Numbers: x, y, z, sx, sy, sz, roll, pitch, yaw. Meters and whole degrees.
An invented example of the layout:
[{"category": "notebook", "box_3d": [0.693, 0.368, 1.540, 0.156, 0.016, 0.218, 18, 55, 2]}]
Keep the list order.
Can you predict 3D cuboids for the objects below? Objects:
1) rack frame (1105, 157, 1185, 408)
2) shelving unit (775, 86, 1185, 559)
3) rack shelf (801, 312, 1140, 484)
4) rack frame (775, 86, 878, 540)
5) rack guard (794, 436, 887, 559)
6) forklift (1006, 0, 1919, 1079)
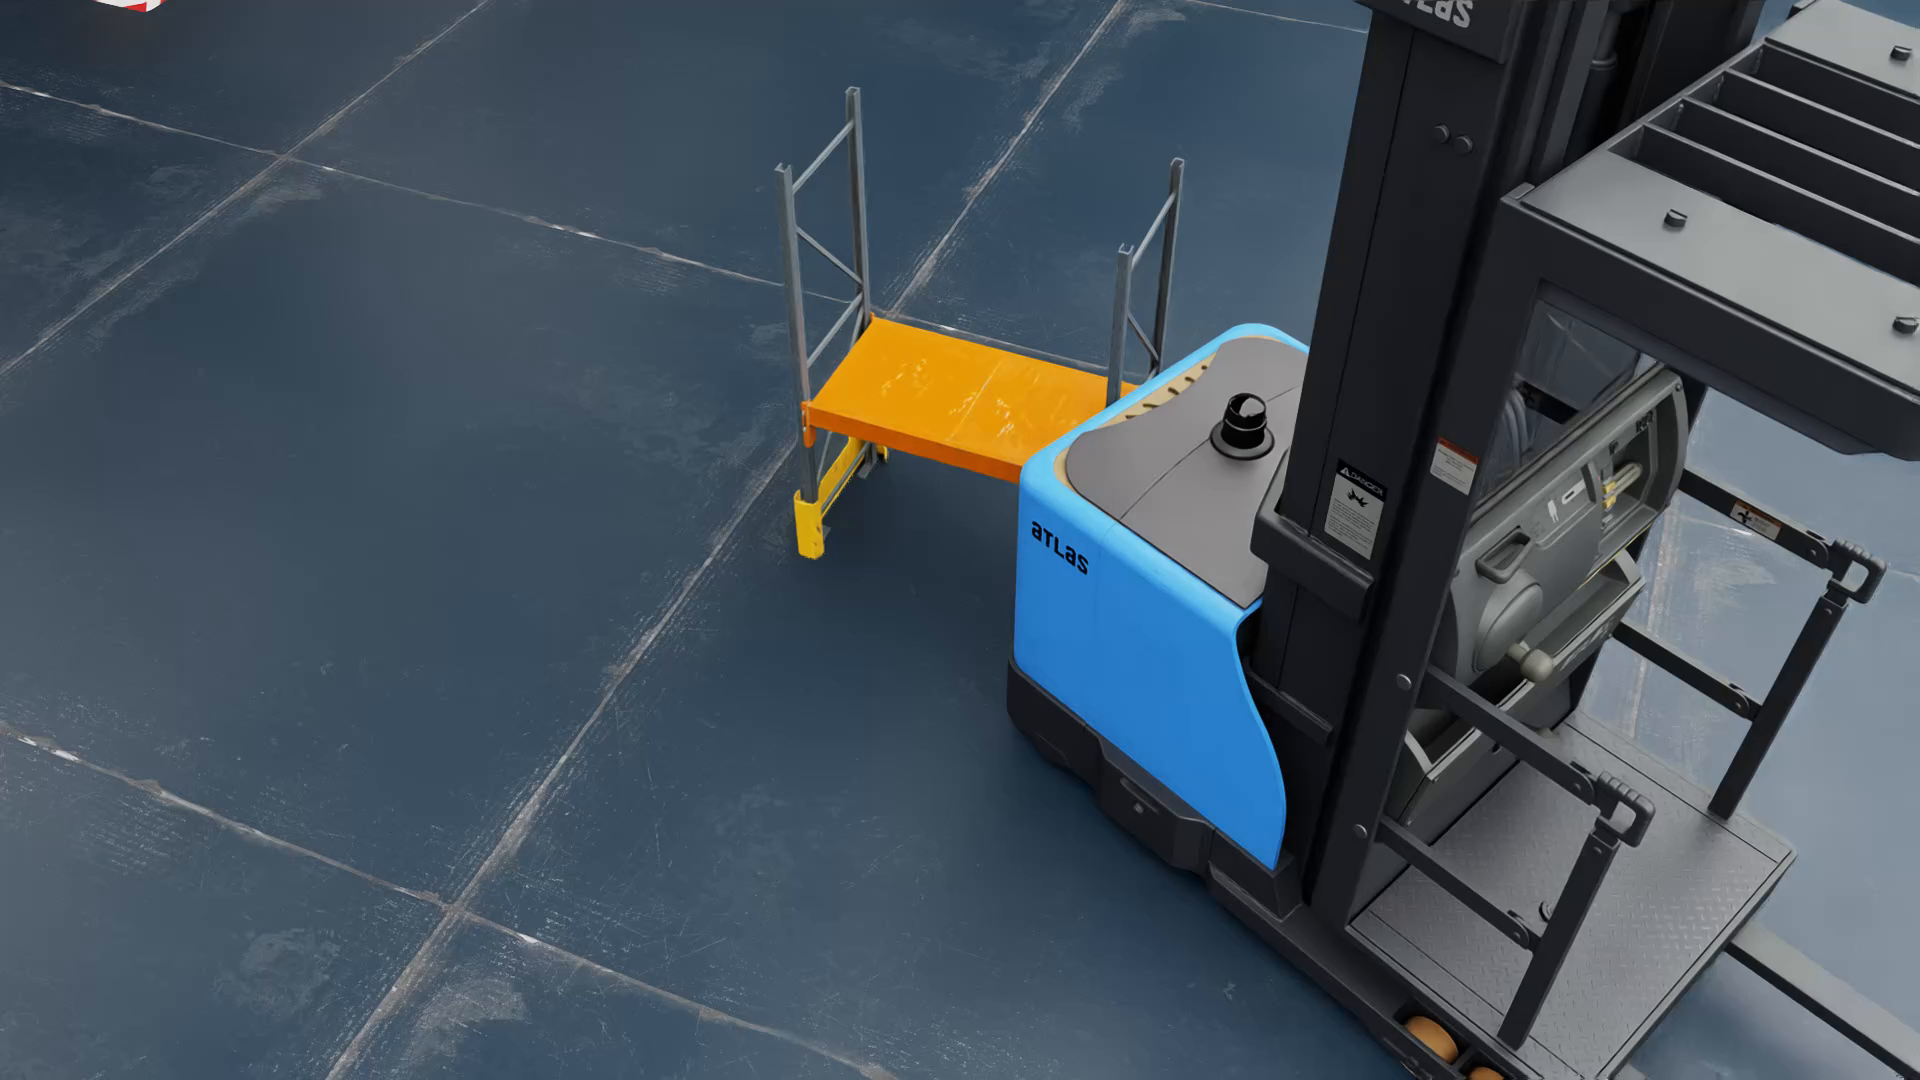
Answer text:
[{"category": "rack frame", "box_3d": [0.527, -0.387, 5.076, 0.032, 1.500, 0.500, 17, 47, 16]}, {"category": "shelving unit", "box_3d": [0.050, -0.529, 5.218, 1.083, 1.500, 0.587, 17, 47, 16]}, {"category": "rack shelf", "box_3d": [0.058, -0.399, 5.342, 1.000, 0.185, 0.538, 17, 47, 16]}, {"category": "rack frame", "box_3d": [-0.410, -0.665, 5.355, 0.032, 1.500, 0.500, 17, 47, 16]}, {"category": "rack guard", "box_3d": [-0.409, -0.222, 5.796, 0.087, 0.250, 0.587, 17, 47, 16]}, {"category": "forklift", "box_3d": [1.514, 0.052, 3.620, 1.130, 2.935, 3.031, -33, 54, -29]}]
